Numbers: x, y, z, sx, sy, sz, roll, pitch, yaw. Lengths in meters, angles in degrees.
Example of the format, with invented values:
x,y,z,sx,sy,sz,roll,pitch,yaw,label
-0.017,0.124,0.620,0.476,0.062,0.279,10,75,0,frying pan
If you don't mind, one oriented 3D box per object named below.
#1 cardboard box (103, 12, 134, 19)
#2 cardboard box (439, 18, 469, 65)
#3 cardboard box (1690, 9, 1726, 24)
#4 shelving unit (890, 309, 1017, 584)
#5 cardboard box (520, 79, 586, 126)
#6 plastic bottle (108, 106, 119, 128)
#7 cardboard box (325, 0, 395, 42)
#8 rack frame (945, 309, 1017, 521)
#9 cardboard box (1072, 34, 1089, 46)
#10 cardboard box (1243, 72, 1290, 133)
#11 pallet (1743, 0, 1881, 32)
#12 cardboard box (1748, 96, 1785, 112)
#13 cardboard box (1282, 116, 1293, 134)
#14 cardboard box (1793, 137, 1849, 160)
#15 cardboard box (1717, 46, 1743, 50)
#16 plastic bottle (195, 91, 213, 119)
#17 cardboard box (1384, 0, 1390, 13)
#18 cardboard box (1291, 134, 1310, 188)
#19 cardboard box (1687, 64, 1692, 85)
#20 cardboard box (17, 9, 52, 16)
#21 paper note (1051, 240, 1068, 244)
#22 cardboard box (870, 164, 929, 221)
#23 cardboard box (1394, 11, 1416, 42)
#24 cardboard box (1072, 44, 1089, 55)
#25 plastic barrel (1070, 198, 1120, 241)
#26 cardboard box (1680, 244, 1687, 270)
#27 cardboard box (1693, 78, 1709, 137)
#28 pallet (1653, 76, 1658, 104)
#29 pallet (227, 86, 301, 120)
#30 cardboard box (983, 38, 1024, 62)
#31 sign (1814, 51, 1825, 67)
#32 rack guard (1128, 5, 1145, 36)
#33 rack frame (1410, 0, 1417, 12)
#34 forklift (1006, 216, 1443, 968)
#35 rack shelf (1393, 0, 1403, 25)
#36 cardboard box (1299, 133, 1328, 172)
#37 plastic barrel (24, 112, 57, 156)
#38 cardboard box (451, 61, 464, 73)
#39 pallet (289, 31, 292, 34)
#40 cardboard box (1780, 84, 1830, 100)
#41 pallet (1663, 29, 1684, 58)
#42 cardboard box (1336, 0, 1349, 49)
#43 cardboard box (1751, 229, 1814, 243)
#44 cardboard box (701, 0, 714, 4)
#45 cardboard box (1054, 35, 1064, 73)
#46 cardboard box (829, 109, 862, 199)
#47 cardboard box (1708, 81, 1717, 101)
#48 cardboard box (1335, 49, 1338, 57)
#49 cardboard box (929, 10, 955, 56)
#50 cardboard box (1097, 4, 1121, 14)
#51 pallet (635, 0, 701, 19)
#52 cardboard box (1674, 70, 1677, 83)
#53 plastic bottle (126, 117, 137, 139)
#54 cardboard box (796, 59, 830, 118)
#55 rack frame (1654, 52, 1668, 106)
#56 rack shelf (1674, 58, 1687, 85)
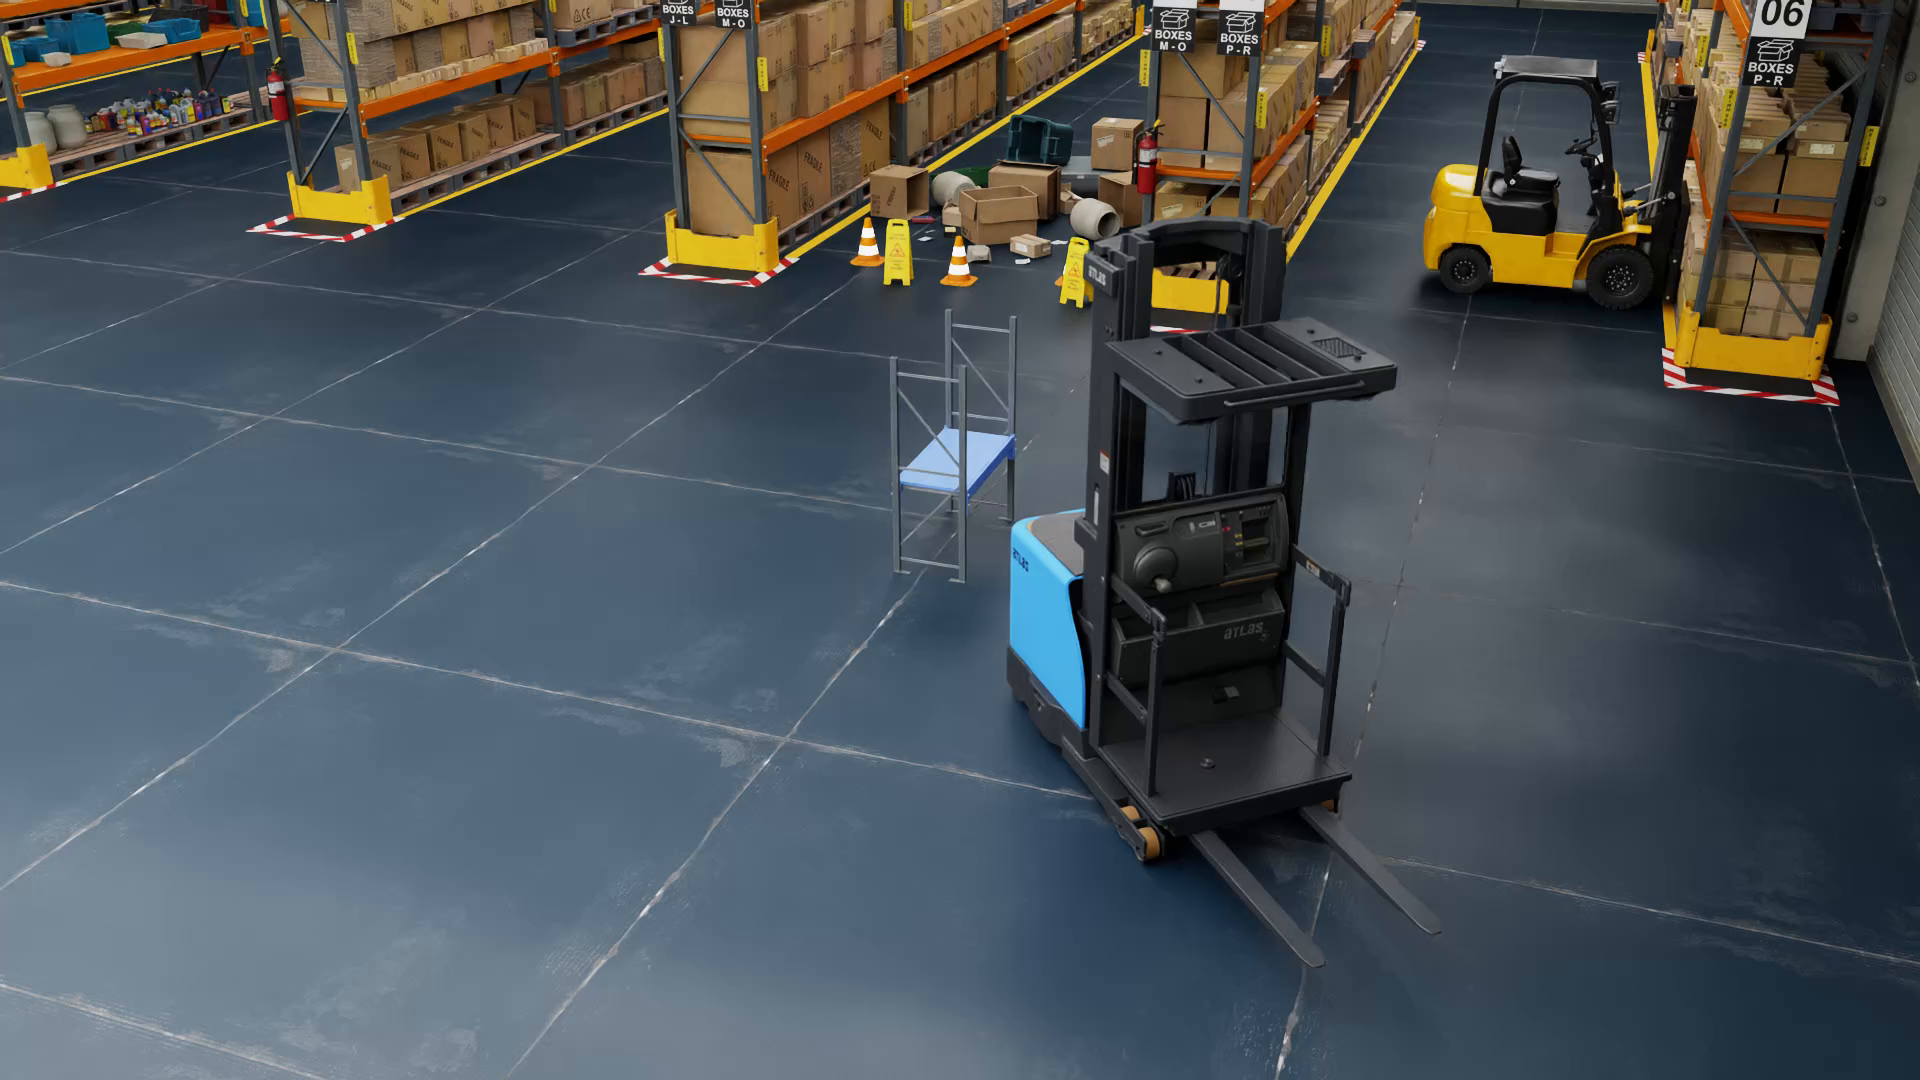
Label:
x,y,z,sx,sy,sz,roll,pitch,yaw,label
-14.251,-8.791,28.218,0.500,0.311,0.500,10,27,19,cardboard box
-6.474,-6.061,20.094,0.875,0.500,0.500,9,27,17,cardboard box
9.185,-6.415,20.422,0.380,0.149,0.250,10,27,19,cardboard box
-0.028,-0.640,11.074,0.538,1.500,1.048,9,27,17,shelving unit
-5.565,-6.000,22.788,0.700,0.500,0.500,7,27,13,cardboard box
-11.438,-5.700,22.424,0.152,0.276,0.135,8,27,16,plastic bottle
-6.681,-5.850,18.510,0.500,0.500,0.500,9,27,17,cardboard box
0.141,-0.849,11.506,0.500,1.500,0.032,9,27,17,rack frame
1.938,-8.347,27.720,0.380,0.149,0.250,10,28,20,cardboard box
2.981,-4.353,16.567,0.500,0.500,0.500,8,27,16,cardboard box
7.166,-4.476,13.935,1.003,0.211,1.213,9,27,17,pallet
7.094,-3.836,14.754,0.380,0.149,0.250,9,27,18,cardboard box
3.236,-4.322,17.246,0.380,0.149,0.250,9,27,18,cardboard box
7.264,-3.318,14.024,0.380,0.149,0.250,8,27,16,cardboard box
8.341,-5.234,17.982,0.380,0.149,0.250,9,27,17,cardboard box
-10.467,-6.017,22.993,0.144,0.351,0.185,7,27,15,plastic bottle
6.135,-8.031,24.791,0.500,0.250,0.500,8,27,17,cardboard box
3.611,-4.248,18.618,0.500,0.500,0.500,8,27,17,cardboard box
8.679,-5.320,19.192,0.500,0.250,0.500,10,27,19,cardboard box
-17.806,-10.340,31.373,0.750,0.750,0.750,9,27,17,cardboard box
1.086,-3.260,18.185,0.148,0.019,0.142,20,32,35,paper note
-0.695,-4.007,19.172,0.500,0.500,0.500,14,29,26,cardboard box
7.423,-8.922,28.918,0.875,0.438,0.875,8,27,16,cardboard box
1.940,-8.214,27.785,0.380,0.149,0.250,8,27,15,cardboard box
1.484,-3.506,18.229,0.421,0.421,0.512,-14,29,-27,plastic barrel
7.102,-2.720,15.750,0.500,0.250,0.500,8,27,16,cardboard box
7.843,-4.423,17.052,0.500,0.500,0.500,8,27,16,cardboard box
11.129,-6.837,25.353,1.003,0.211,1.213,9,27,17,pallet
-10.236,-6.470,24.593,1.003,0.211,1.213,9,27,17,pallet
0.643,-7.211,24.450,0.500,0.250,0.500,8,27,15,cardboard box
8.761,-4.868,17.002,0.100,0.325,0.005,9,27,17,sign
2.822,-9.692,30.918,1.175,0.500,0.348,9,27,17,rack guard
7.549,-10.172,29.041,1.000,3.000,0.127,9,27,17,rack frame
1.280,0.056,7.994,1.130,2.935,3.031,-10,27,-19,forklift
6.883,-9.027,27.500,1.077,0.370,4.000,9,27,17,rack shelf
3.964,-4.759,20.394,0.950,0.372,0.625,11,28,21,cardboard box
-11.645,-5.103,20.945,0.421,0.512,0.421,0,26,0,plastic barrel
-6.253,-5.728,20.150,0.380,0.149,0.250,9,27,17,cardboard box
-12.703,-9.809,31.490,1.003,0.211,1.213,9,27,17,pallet
7.761,-4.088,15.275,0.380,0.149,0.250,9,27,18,cardboard box
9.728,-6.369,21.406,1.213,0.211,1.003,9,27,17,pallet
4.325,-6.167,19.831,0.500,0.500,0.500,9,27,17,cardboard box
7.408,-2.656,15.044,0.500,0.250,0.500,9,27,18,cardboard box
-4.040,-8.527,25.528,0.500,0.500,0.500,10,27,19,cardboard box
1.336,-7.717,26.357,0.500,0.500,0.500,8,27,16,cardboard box
-1.718,-4.531,19.345,0.875,0.875,0.875,9,27,18,cardboard box
7.497,-4.351,16.158,0.380,0.149,0.250,8,27,17,cardboard box
4.360,-5.928,20.082,0.380,0.149,0.250,9,27,18,cardboard box
-0.381,-6.552,21.449,0.500,0.500,0.500,9,27,17,cardboard box
2.660,-9.451,29.658,0.380,0.149,0.250,8,27,15,cardboard box
-4.596,-7.927,24.624,1.213,0.211,1.003,9,27,17,pallet
9.962,-6.303,22.691,0.380,0.149,0.250,7,27,15,cardboard box
-10.894,-5.422,21.857,0.097,0.271,0.097,0,26,0,plastic bottle
-1.929,-4.941,18.065,0.875,0.550,0.550,9,27,17,cardboard box
10.899,-7.810,24.163,1.000,3.000,0.127,9,27,17,rack frame
8.903,-5.021,19.227,1.077,0.370,4.000,9,27,17,rack shelf
